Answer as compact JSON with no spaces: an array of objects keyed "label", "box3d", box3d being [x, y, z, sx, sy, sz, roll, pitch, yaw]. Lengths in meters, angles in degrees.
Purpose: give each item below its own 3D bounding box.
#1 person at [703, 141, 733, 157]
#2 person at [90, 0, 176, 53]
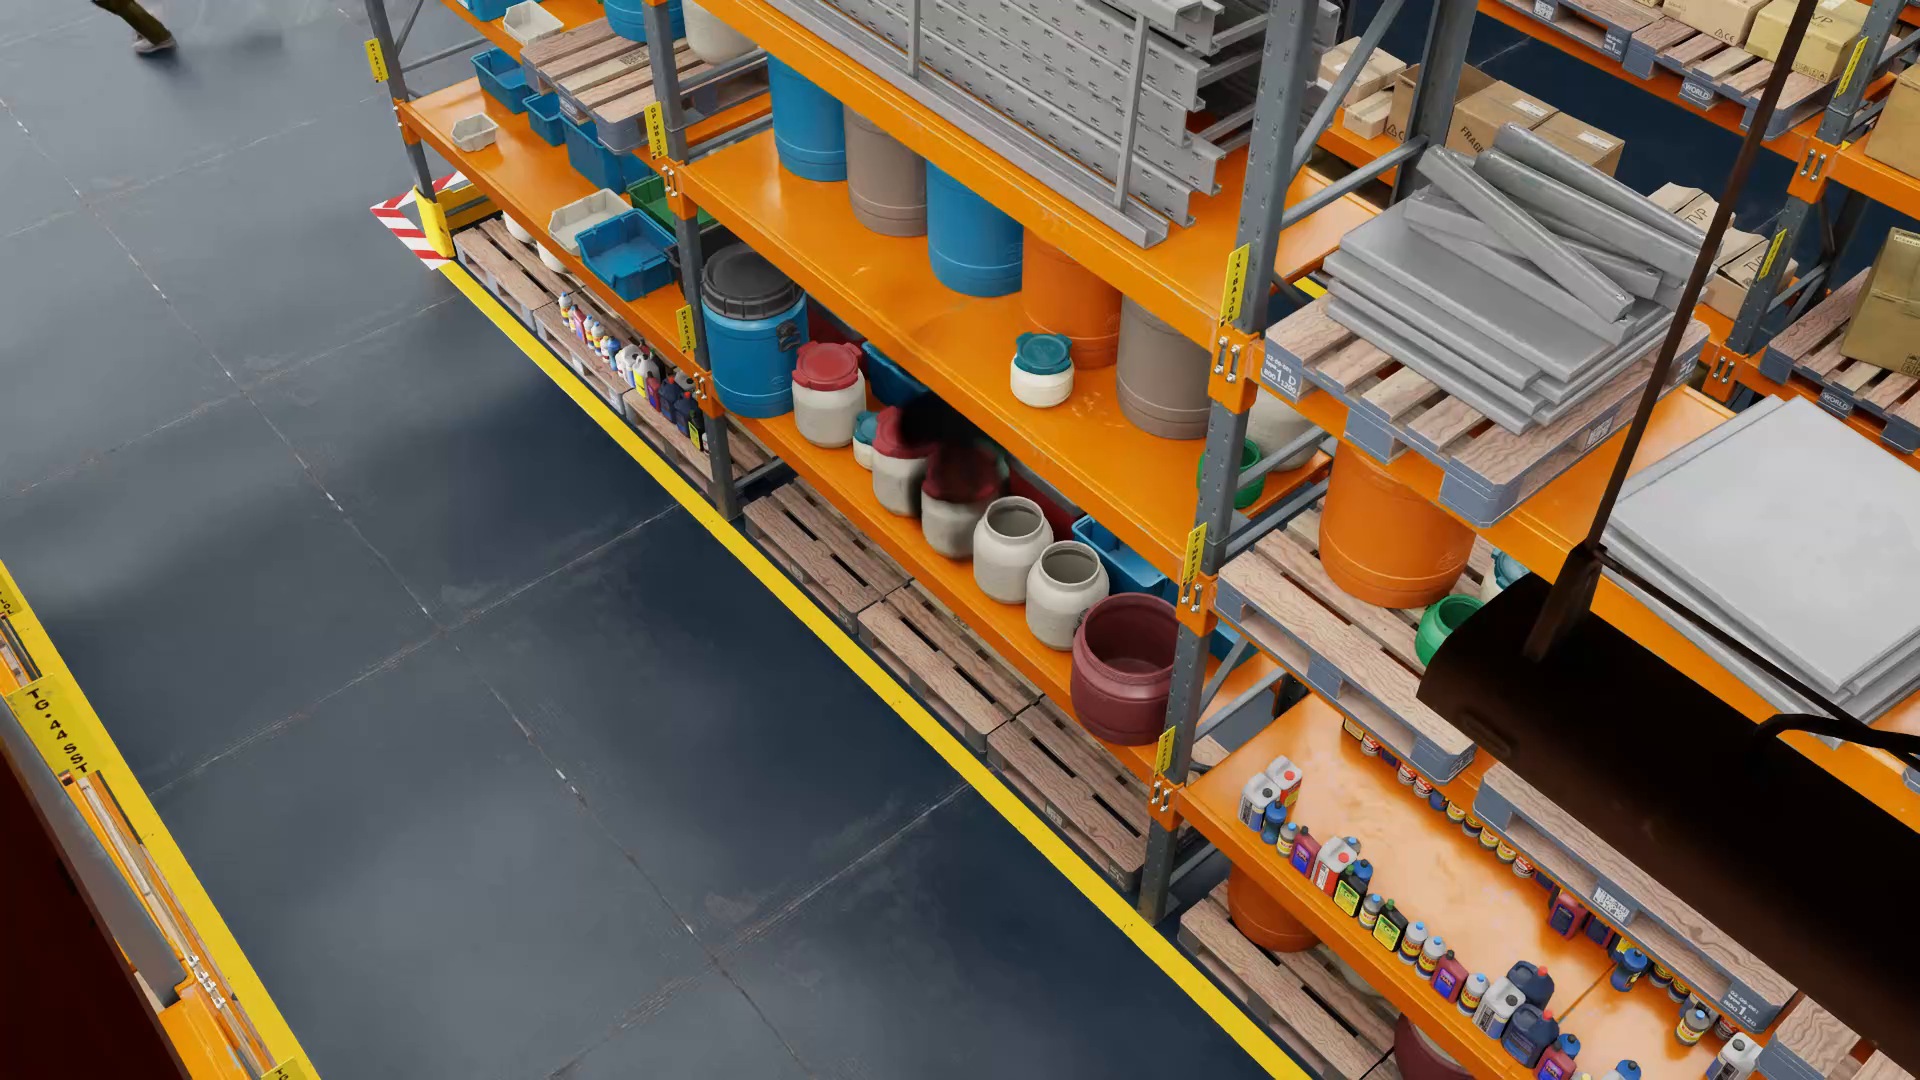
[{"label":"person","box3d":[-1.819,-3.398,13.006,0.774,1.733,0.751,35,56,29]},{"label":"person","box3d":[-7.530,-5.076,14.610,0.700,1.699,0.694,-12,48,-11]}]
